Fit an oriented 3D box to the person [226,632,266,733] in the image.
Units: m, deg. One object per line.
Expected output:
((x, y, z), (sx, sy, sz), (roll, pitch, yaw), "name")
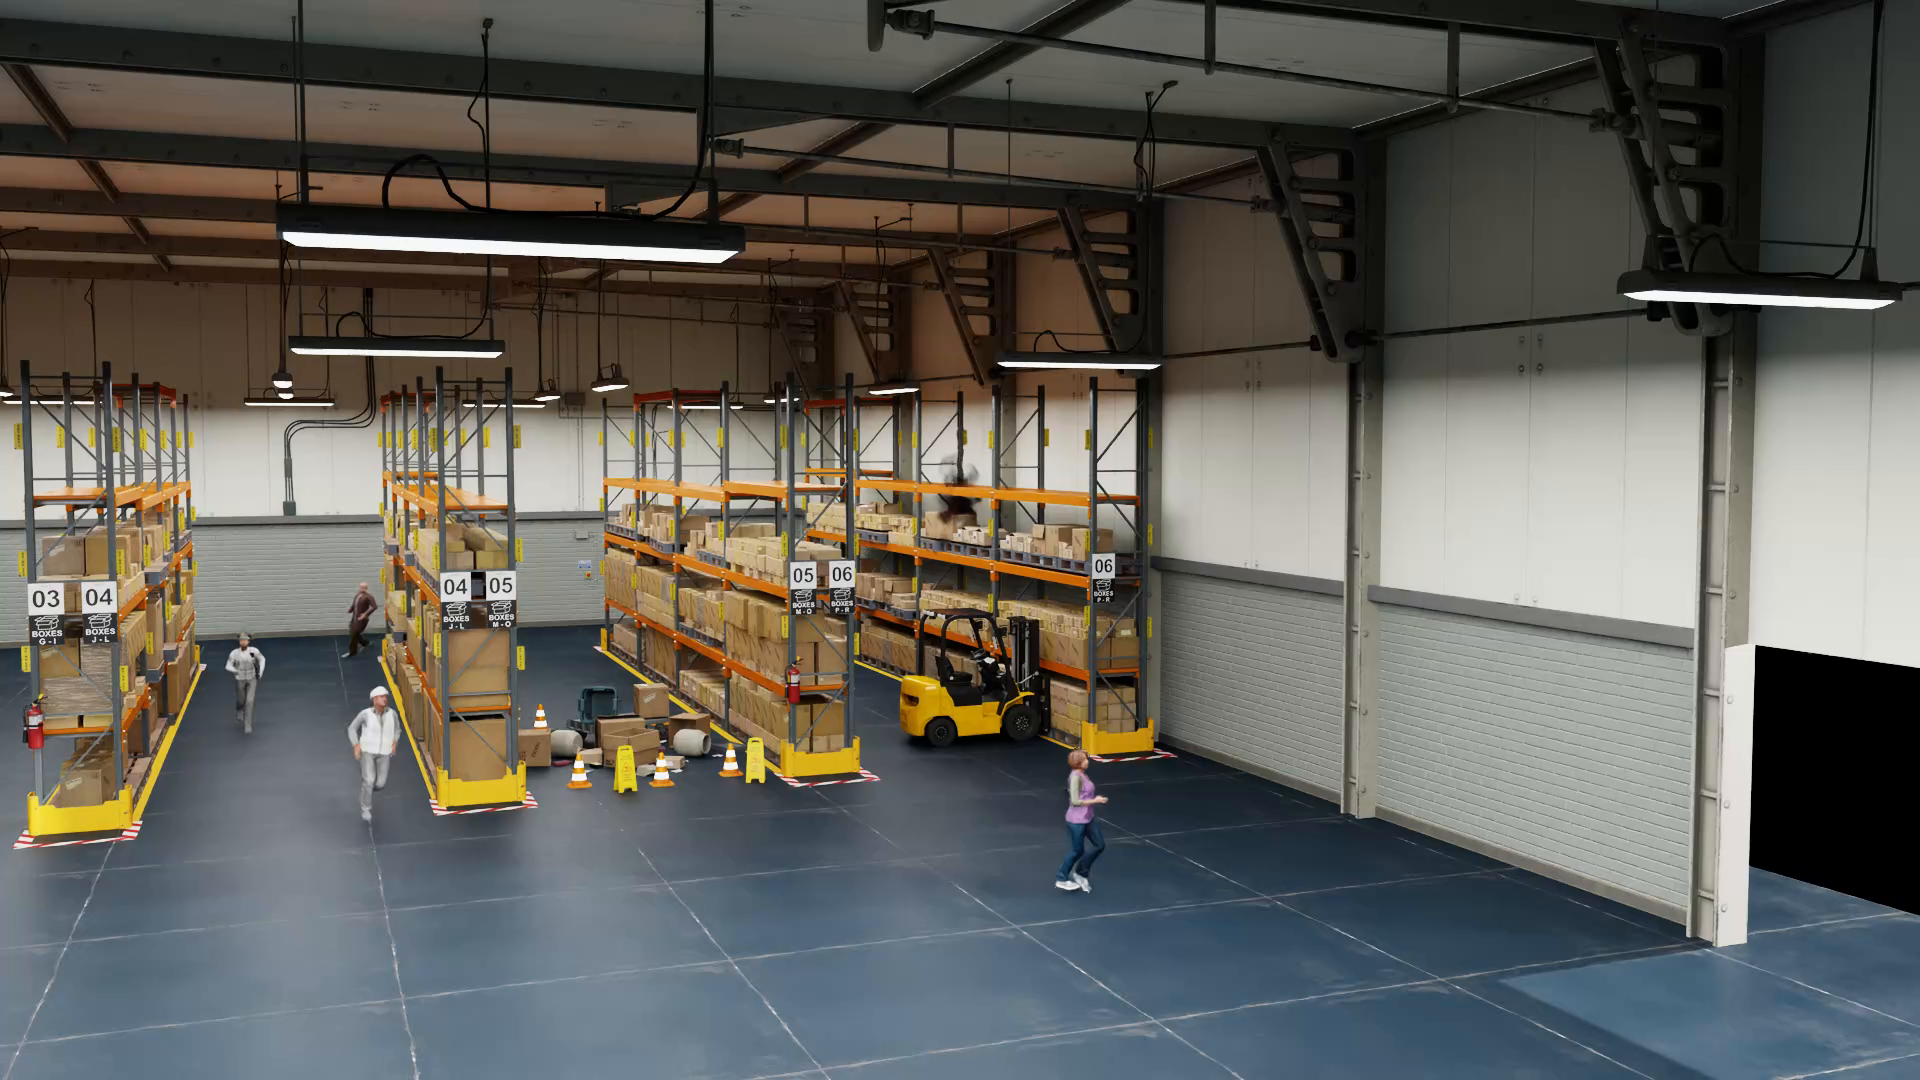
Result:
((-12.352, 2.433, 28.776), (0.624, 1.703, 0.918), (-1, 4, -21), "person")

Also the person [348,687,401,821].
((-7.810, 2.827, 22.221), (0.698, 1.733, 0.659), (-3, 4, -37), "person")

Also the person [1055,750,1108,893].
((1.353, 3.105, 18.311), (0.625, 1.604, 0.515), (1, 4, 22), "person")

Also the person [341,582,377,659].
((-13.721, 1.841, 38.162), (0.772, 1.746, 0.756), (3, 4, 37), "person")
